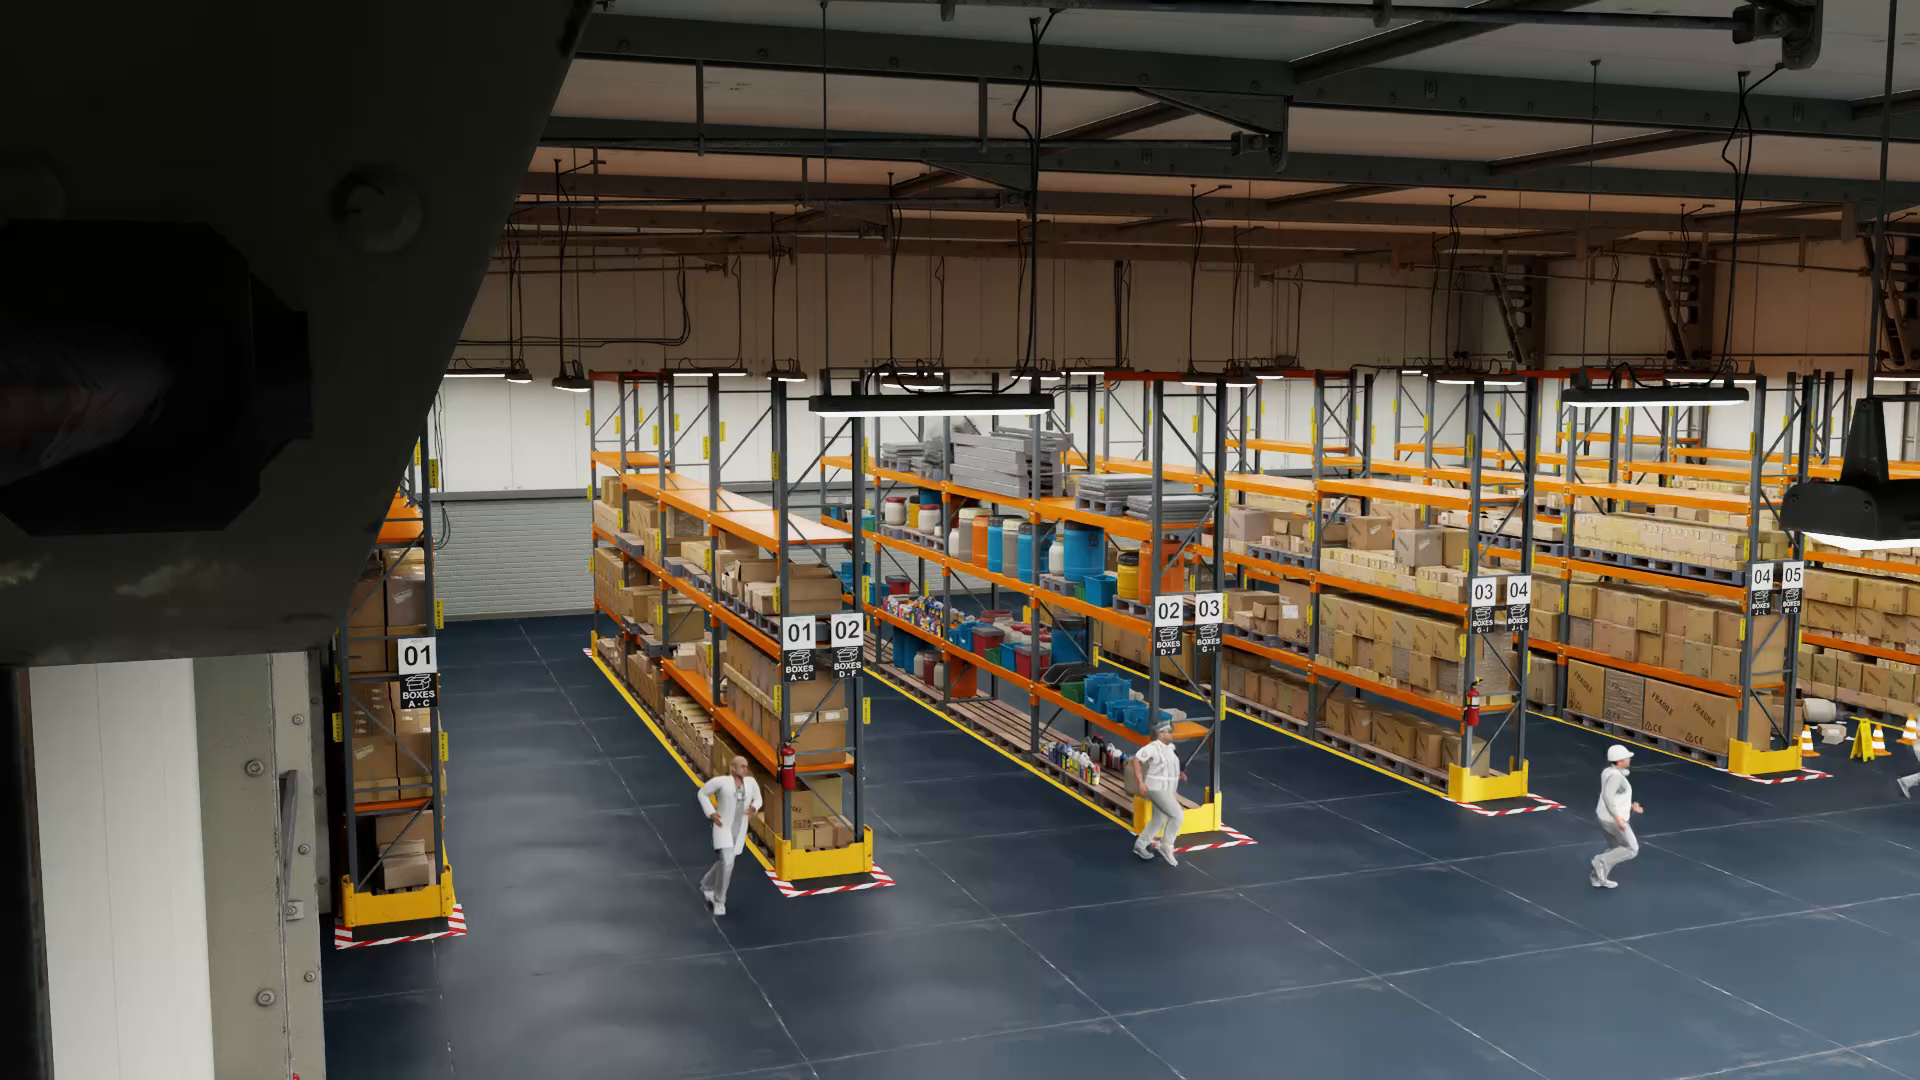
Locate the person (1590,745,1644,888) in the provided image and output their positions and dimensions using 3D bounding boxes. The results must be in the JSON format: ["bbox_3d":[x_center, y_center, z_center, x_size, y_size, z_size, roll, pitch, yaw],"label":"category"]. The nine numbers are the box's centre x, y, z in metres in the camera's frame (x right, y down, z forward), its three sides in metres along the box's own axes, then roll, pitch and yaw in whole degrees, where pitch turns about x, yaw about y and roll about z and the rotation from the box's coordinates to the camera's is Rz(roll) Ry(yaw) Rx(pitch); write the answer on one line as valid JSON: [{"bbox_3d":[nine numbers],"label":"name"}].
[{"bbox_3d":[7.797,3.281,19.699,0.610,1.724,0.646,1,6,11],"label":"person"}]

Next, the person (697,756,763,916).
[{"bbox_3d":[-2.655,3.371,19.198,0.749,1.809,0.756,-5,8,-38],"label":"person"}]

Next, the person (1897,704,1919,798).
[{"bbox_3d":[13.485,2.941,23.213,0.600,1.618,0.609,4,7,30],"label":"person"}]

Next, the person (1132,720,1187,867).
[{"bbox_3d":[2.556,3.135,20.862,0.677,1.756,0.660,4,7,30],"label":"person"}]
